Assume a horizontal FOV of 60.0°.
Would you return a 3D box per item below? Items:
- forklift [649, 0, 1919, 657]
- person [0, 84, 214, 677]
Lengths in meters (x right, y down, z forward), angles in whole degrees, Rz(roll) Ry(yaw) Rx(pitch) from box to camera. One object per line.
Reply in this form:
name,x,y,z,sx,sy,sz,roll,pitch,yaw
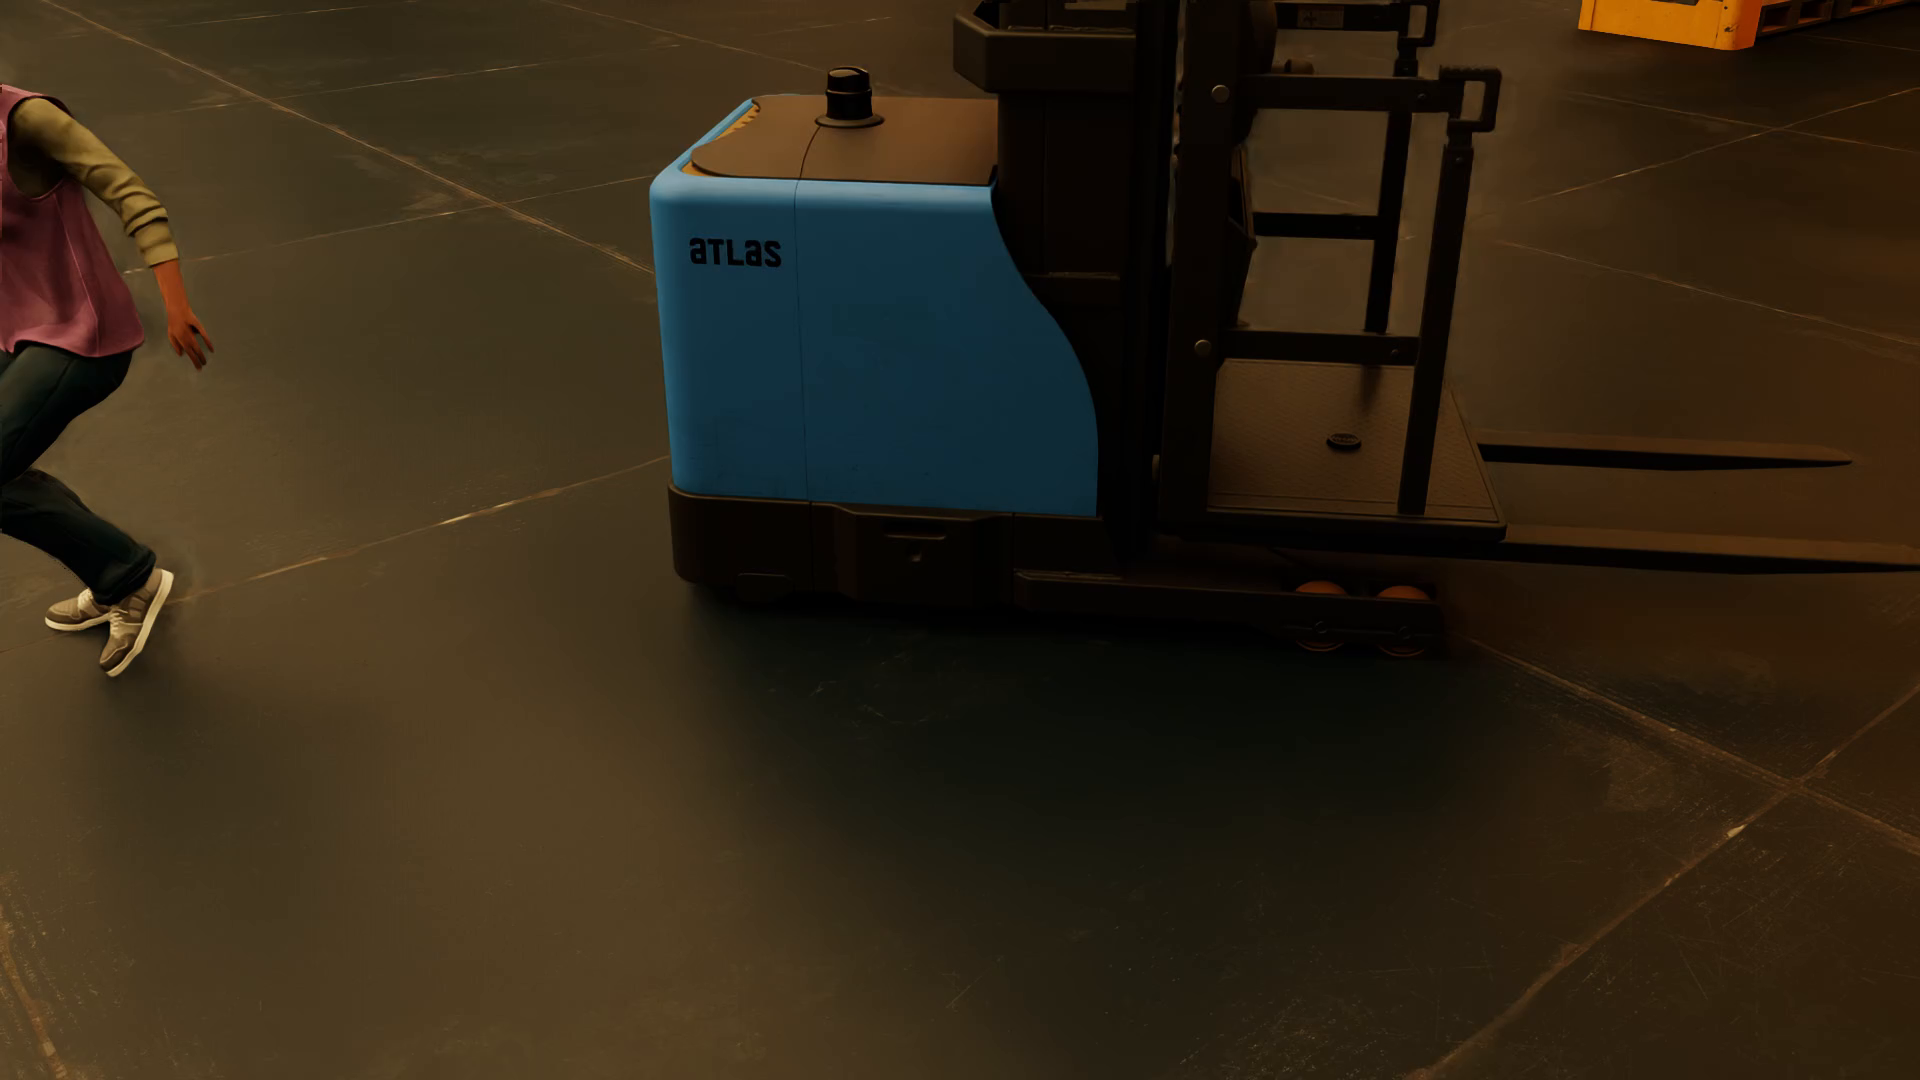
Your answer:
forklift,0.836,-1.287,3.797,3.031,2.935,1.130,3,27,7
person,-2.055,-0.420,3.673,0.580,1.502,0.648,-23,34,-38
